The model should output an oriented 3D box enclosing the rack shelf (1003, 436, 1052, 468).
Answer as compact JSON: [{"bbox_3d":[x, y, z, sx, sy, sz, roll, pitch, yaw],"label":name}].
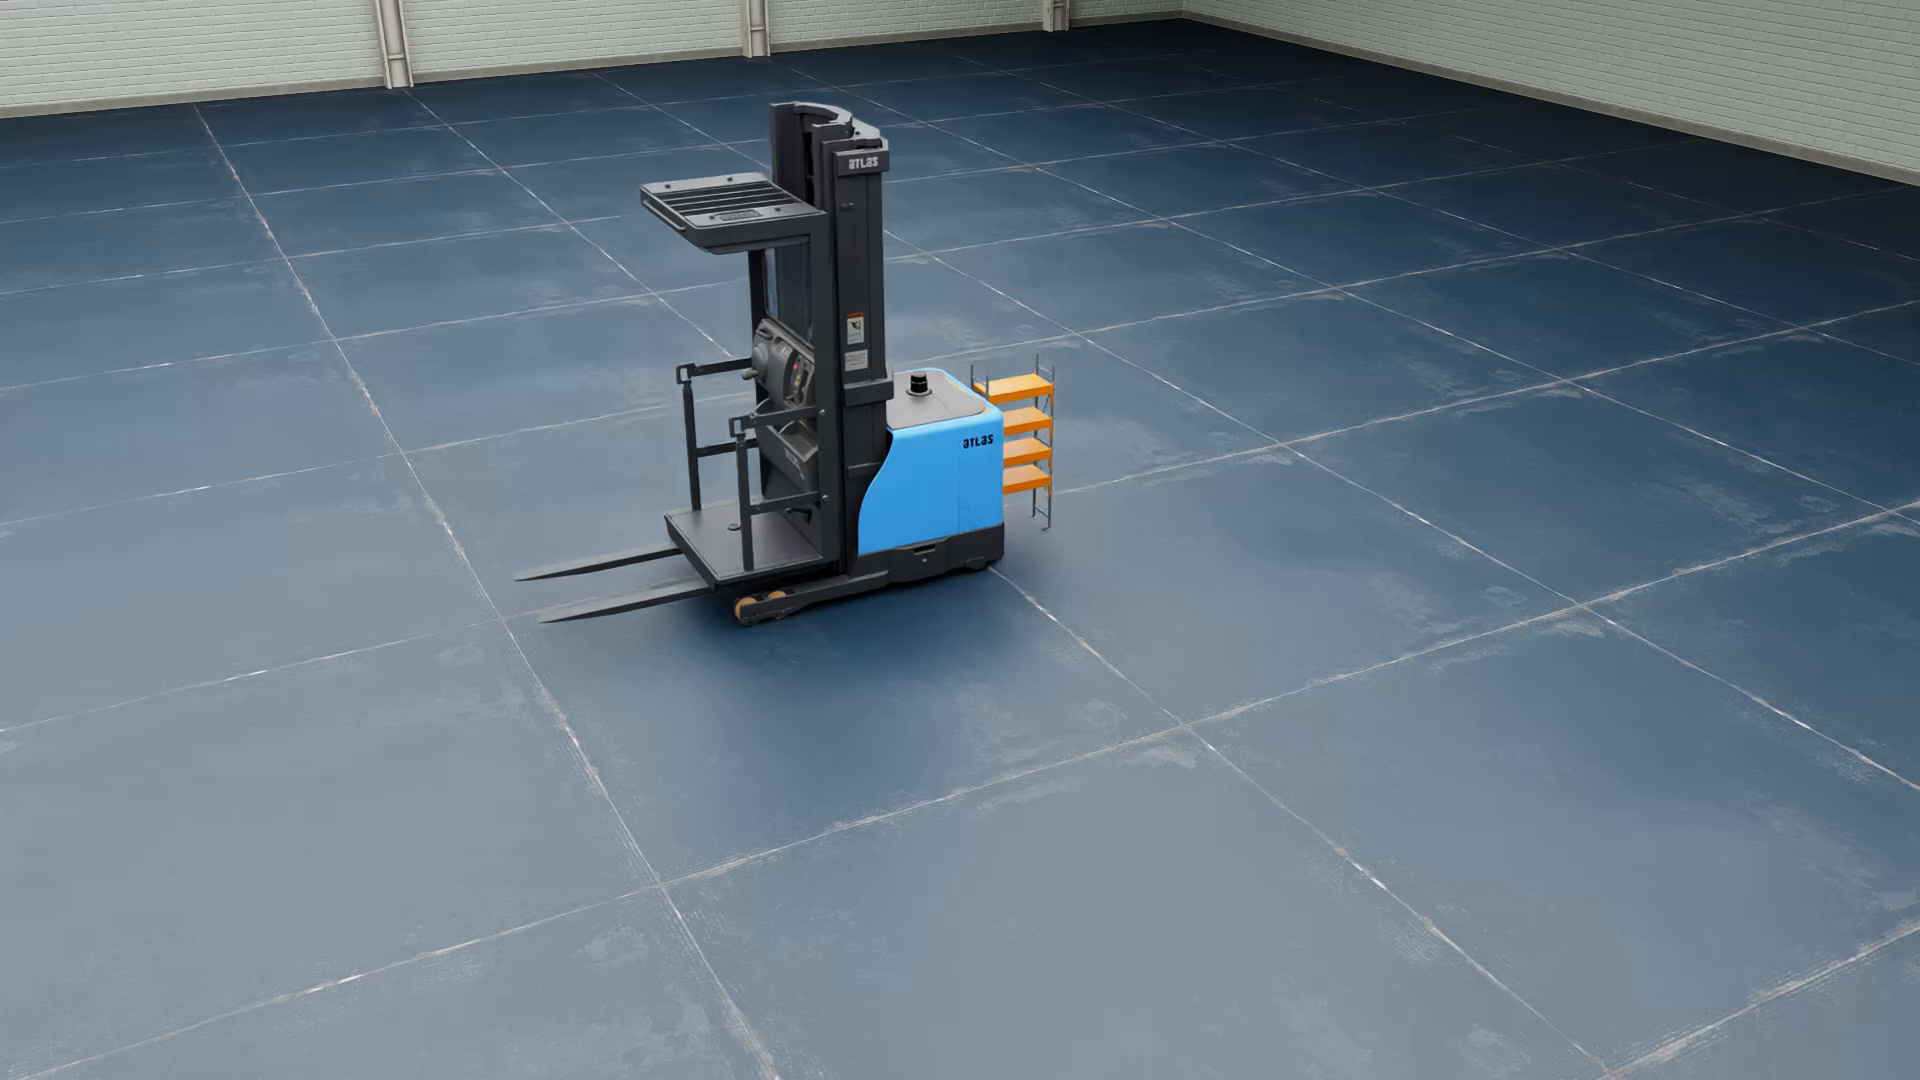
[{"bbox_3d":[0.346,-0.551,11.167,0.480,0.148,0.258,-12,28,-24],"label":"rack shelf"}]

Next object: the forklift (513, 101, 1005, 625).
[{"bbox_3d":[-1.261,-1.060,10.072,3.031,2.935,1.130,-12,28,-24],"label":"forklift"}]

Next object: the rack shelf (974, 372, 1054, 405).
[{"bbox_3d":[0.346,-0.966,10.968,0.480,0.148,0.258,-12,28,-24],"label":"rack shelf"}]

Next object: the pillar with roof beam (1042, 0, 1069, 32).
[{"bbox_3d":[3.815,-11.979,25.803,0.400,9.000,9.100,-13,29,-25],"label":"pillar with roof beam"}]

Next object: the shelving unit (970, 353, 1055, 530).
[{"bbox_3d":[0.346,-0.612,11.138,0.503,1.200,0.258,-12,28,-24],"label":"shelving unit"}]

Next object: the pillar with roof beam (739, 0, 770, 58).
[{"bbox_3d":[-1.479,-10.757,23.258,0.400,9.000,9.100,-13,29,-25],"label":"pillar with roof beam"}]

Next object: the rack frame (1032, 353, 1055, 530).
[{"bbox_3d":[0.564,-0.659,11.237,0.015,1.200,0.240,-12,28,-24],"label":"rack frame"}]

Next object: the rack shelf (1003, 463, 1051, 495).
[{"bbox_3d":[0.346,-0.372,11.253,0.480,0.148,0.258,-12,28,-24],"label":"rack shelf"}]

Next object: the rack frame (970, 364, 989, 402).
[{"bbox_3d":[0.128,-0.565,11.040,0.015,1.200,0.240,-12,28,-24],"label":"rack frame"}]

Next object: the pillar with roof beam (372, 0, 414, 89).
[{"bbox_3d":[-6.773,-9.535,20.712,0.400,9.000,9.100,-13,29,-25],"label":"pillar with roof beam"}]

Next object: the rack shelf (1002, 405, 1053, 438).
[{"bbox_3d":[0.346,-0.753,11.071,0.480,0.148,0.258,-12,28,-24],"label":"rack shelf"}]
